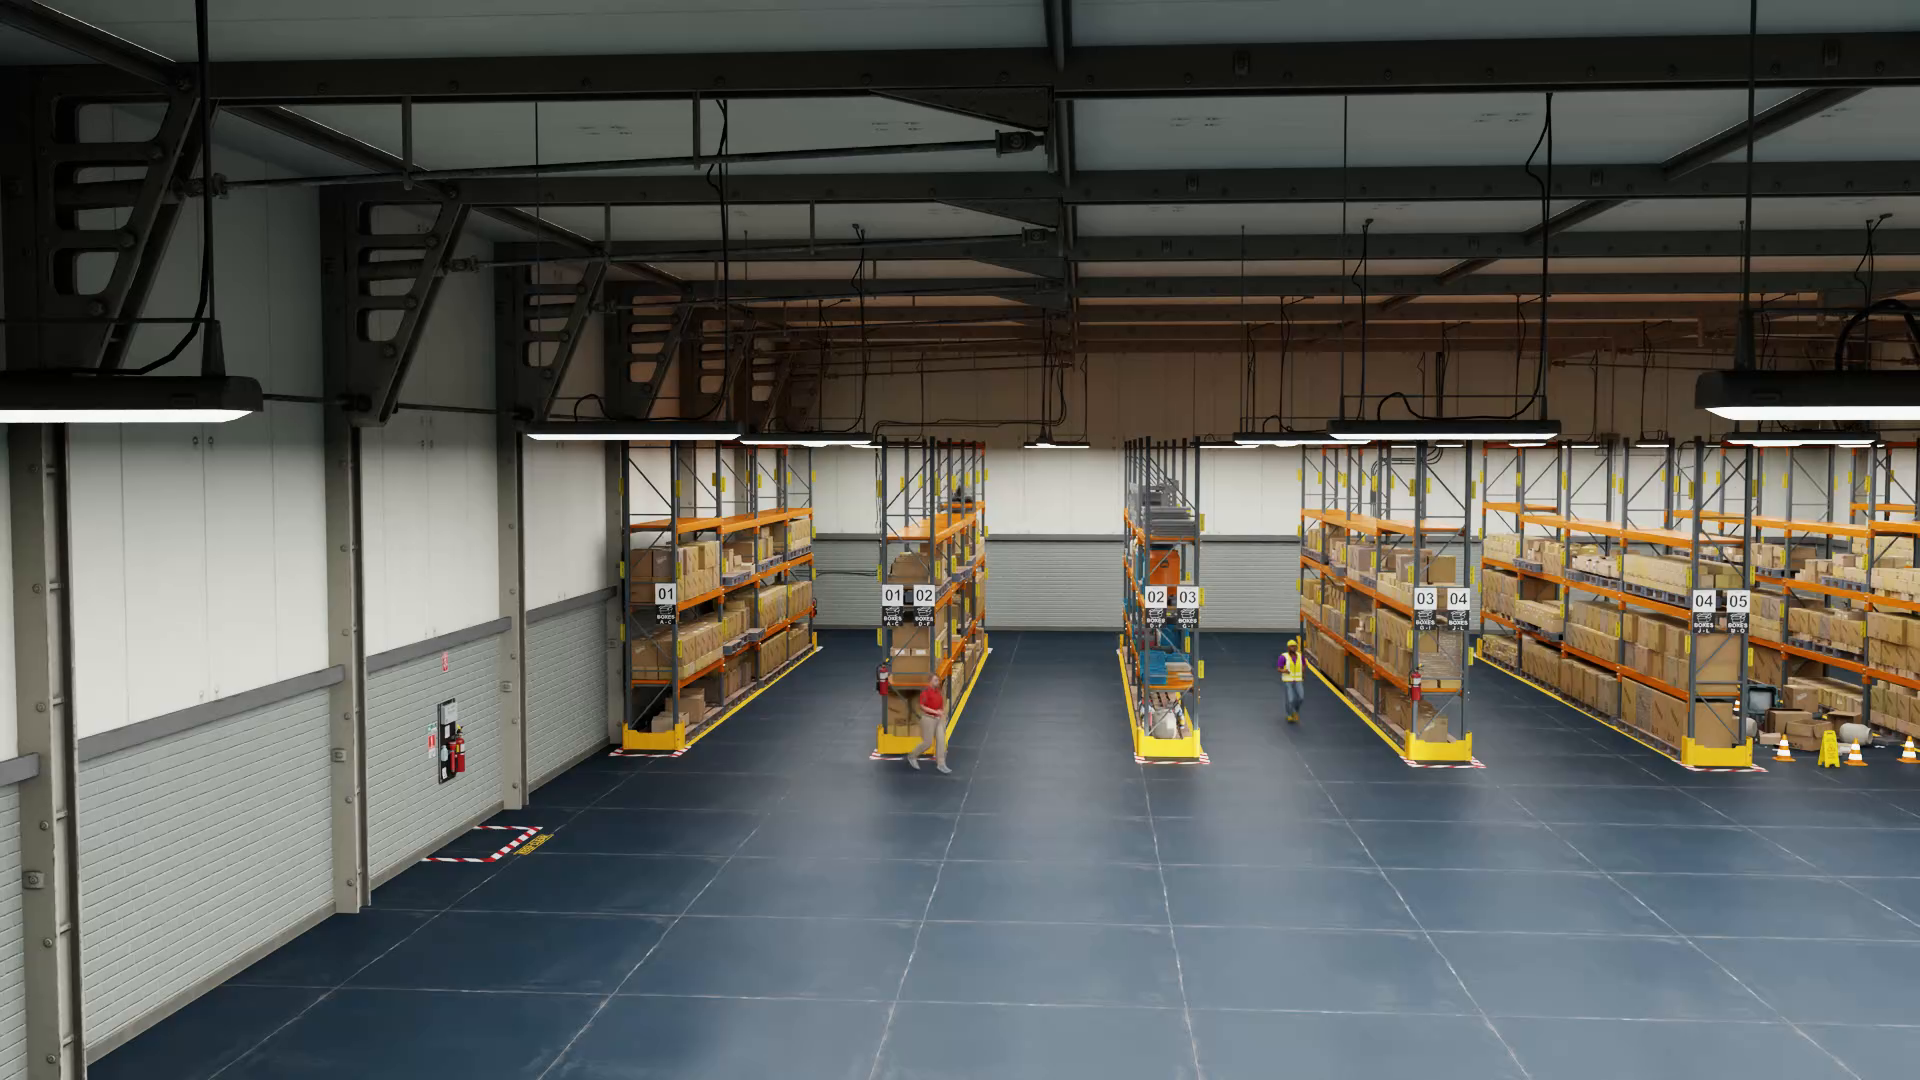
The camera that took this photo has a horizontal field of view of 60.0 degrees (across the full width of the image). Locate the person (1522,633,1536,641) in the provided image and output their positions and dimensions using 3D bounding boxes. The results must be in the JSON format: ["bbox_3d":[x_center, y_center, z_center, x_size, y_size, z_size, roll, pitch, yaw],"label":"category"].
[{"bbox_3d":[16.133,2.319,47.385,0.697,1.734,0.668,0,3,-1],"label":"person"}]

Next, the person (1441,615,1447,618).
[{"bbox_3d":[13.128,2.505,44.632,0.620,1.642,0.630,0,3,3],"label":"person"}]

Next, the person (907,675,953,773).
[{"bbox_3d":[-0.527,3.275,29.725,0.869,1.757,0.686,2,4,32],"label":"person"}]

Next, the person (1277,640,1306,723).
[{"bbox_3d":[7.016,2.977,34.957,0.681,1.746,0.621,0,3,-4],"label":"person"}]
